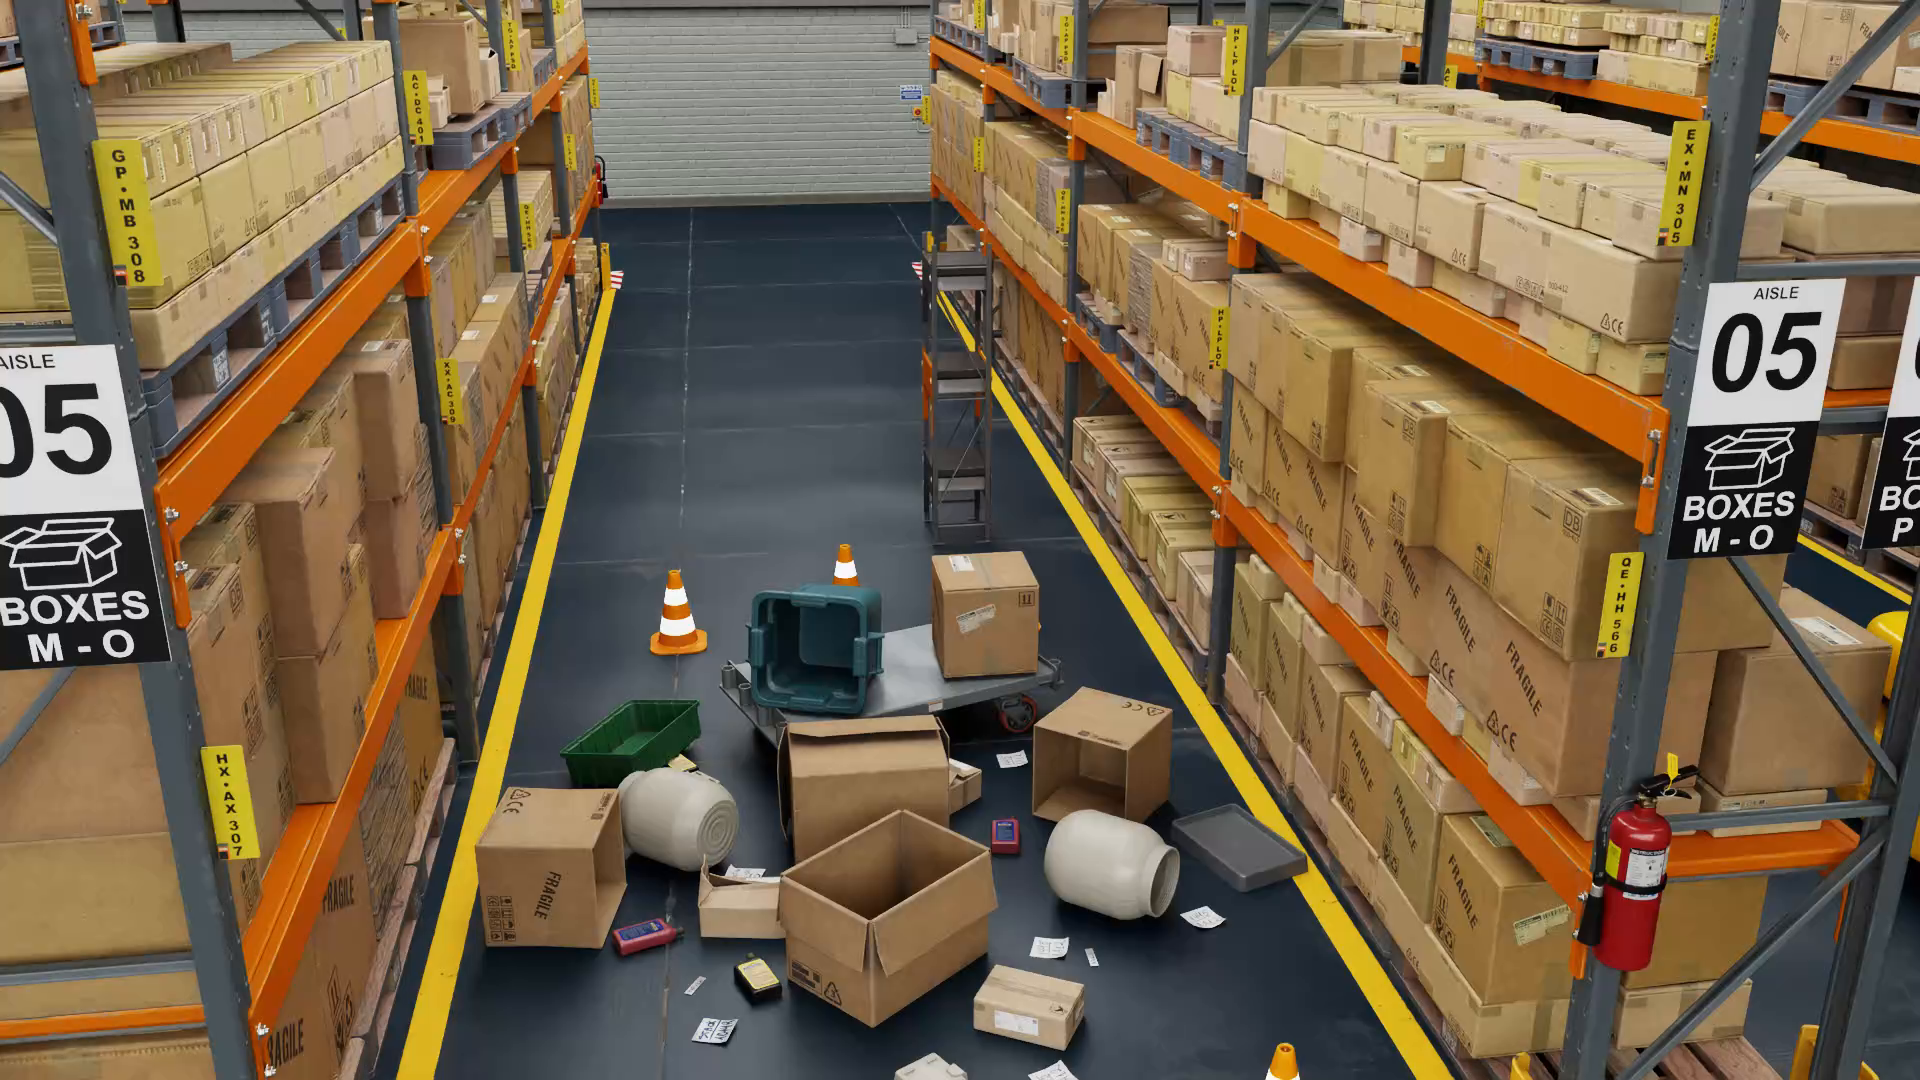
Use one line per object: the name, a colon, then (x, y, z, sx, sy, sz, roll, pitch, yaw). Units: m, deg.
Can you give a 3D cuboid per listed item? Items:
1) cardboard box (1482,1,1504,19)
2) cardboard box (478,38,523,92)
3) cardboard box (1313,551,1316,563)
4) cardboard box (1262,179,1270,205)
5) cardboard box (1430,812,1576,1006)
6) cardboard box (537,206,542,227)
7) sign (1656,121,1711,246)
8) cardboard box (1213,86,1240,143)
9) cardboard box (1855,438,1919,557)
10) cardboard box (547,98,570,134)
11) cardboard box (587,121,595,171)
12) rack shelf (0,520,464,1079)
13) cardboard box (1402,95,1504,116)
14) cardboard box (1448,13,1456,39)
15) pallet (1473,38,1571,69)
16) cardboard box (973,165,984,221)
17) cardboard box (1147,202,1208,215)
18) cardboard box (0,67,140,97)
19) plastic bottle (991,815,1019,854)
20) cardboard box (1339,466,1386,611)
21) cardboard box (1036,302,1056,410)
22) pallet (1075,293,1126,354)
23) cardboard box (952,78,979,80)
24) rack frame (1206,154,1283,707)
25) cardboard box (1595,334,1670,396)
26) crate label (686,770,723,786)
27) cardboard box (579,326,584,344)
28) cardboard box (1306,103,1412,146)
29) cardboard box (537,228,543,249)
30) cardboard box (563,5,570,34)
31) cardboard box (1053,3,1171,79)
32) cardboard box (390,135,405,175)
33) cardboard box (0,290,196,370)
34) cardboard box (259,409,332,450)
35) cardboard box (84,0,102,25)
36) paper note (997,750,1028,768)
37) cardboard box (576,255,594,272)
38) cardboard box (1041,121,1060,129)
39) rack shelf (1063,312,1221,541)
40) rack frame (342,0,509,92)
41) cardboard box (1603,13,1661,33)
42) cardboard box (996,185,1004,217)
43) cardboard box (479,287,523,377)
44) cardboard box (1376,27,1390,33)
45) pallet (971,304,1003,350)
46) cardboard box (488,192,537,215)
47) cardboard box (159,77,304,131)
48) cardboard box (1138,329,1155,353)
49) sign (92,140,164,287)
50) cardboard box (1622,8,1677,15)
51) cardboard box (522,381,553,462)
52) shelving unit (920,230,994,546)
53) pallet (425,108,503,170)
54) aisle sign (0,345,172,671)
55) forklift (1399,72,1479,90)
cardboard box: (5.252, -5.092, 15.965, 0.380, 0.149, 0.250, -2, 21, -6)
cardboard box: (-3.394, -3.289, 11.804, 0.500, 0.500, 0.500, -3, 21, -8)
cardboard box: (1.840, 0.071, 7.598, 0.380, 0.149, 0.250, -3, 21, -8)
cardboard box: (1.685, -1.691, 8.029, 0.380, 0.149, 0.250, -3, 21, -9)
cardboard box: (2.088, 1.335, 6.111, 0.500, 0.500, 0.500, -3, 21, -7)
cardboard box: (-3.747, -2.739, 14.097, 0.380, 0.149, 0.250, -4, 21, -11)
sign: (1.910, -0.939, 4.391, 0.100, 0.325, 0.005, -3, 21, -8)
cardboard box: (1.658, -2.252, 8.785, 0.500, 0.250, 0.500, -3, 21, -9)
cardboard box: (6.606, -0.310, 11.054, 0.875, 0.625, 0.625, -3, 21, -8)
cardboard box: (-4.066, -4.012, 16.175, 0.500, 0.500, 0.500, -4, 21, -9)
cardboard box: (-4.409, -4.439, 18.746, 0.500, 0.500, 0.500, -2, 21, -7)
rack shelf: (-2.710, 0.789, 6.345, 1.077, 0.370, 4.000, -3, 21, -8)
cardboard box: (2.209, -1.907, 7.467, 0.380, 0.149, 0.250, -2, 21, -6)
cardboard box: (5.241, -5.355, 17.269, 0.500, 0.250, 0.500, -4, 21, -10)
pallet: (5.668, -4.635, 15.819, 1.213, 0.211, 1.003, -3, 21, -8)
cardboard box: (0.412, -3.490, 16.630, 0.500, 0.500, 0.500, -3, 21, -7)
cardboard box: (1.649, -2.150, 12.017, 0.500, 0.500, 0.500, -4, 21, -9)
cardboard box: (-3.098, -1.562, 5.799, 0.380, 0.149, 0.250, -3, 21, -8)
plastic bottle: (0.215, 1.393, 7.900, 0.133, 0.061, 0.283, 1, 20, 2)
cardboard box: (1.920, -0.024, 6.925, 0.500, 0.500, 0.500, -3, 21, -7)
cardboard box: (1.167, -1.664, 14.321, 0.875, 0.875, 0.875, -3, 21, -7)
pallet: (1.517, -1.579, 11.931, 1.213, 0.211, 1.003, -3, 21, -8)
cardboard box: (0.111, -5.001, 18.320, 0.380, 0.149, 0.250, -3, 21, -7)
rack frame: (1.885, -0.525, 8.836, 1.000, 3.000, 0.127, -3, 21, -8)
cardboard box: (2.133, -0.537, 4.940, 0.380, 0.149, 0.250, -3, 21, -8)
crate label: (-1.317, 1.251, 8.171, 0.250, 0.136, 0.298, 17, 27, 39)
cardboard box: (-3.886, -2.014, 16.296, 0.380, 0.149, 0.250, -4, 21, -10)
cardboard box: (1.714, -1.788, 7.149, 0.380, 0.149, 0.250, -3, 21, -8)
cardboard box: (-3.708, -2.511, 13.911, 0.380, 0.149, 0.250, -2, 21, -5)
cardboard box: (-4.110, -5.106, 16.313, 0.500, 0.250, 0.500, -3, 21, -7)
cardboard box: (1.105, -3.683, 12.256, 0.797, 0.503, 0.637, -4, 21, -11)
cardboard box: (-2.630, -1.662, 7.207, 0.380, 0.149, 0.250, -3, 21, -8)
cardboard box: (-2.154, -0.522, 4.155, 0.380, 0.149, 0.250, -3, 21, -7)
cardboard box: (-2.759, -0.126, 6.008, 0.875, 0.550, 0.500, -3, 21, -8)
cardboard box: (-9.523, -5.699, 17.513, 0.700, 0.500, 0.500, -4, 21, -11)
paper note: (0.273, 1.135, 8.633, 0.148, 0.019, 0.142, -3, 21, -8)
cardboard box: (-4.191, -3.009, 18.109, 0.380, 0.149, 0.250, -2, 21, -6)
cardboard box: (1.045, -3.668, 15.679, 0.500, 0.500, 0.500, -2, 21, -6)
rack shelf: (1.597, -0.881, 10.815, 1.077, 0.370, 4.000, -3, 21, -8)
rack frame: (-3.575, -4.436, 10.732, 1.000, 3.000, 0.127, -3, 21, -8)
cardboard box: (5.690, -4.376, 14.078, 0.380, 0.149, 0.250, -3, 21, -8)
cardboard box: (0.619, -3.113, 15.265, 0.500, 0.250, 0.500, -3, 21, -7)
cardboard box: (-3.174, -1.357, 10.920, 0.500, 0.500, 0.500, -3, 21, -8)
cardboard box: (4.945, -5.736, 18.859, 0.380, 0.149, 0.250, -3, 21, -8)
pallet: (0.700, -2.256, 17.455, 1.003, 0.211, 1.213, -3, 21, -8)
cardboard box: (-3.714, -2.788, 13.802, 0.380, 0.149, 0.250, -4, 21, -10)
cardboard box: (-2.375, -1.421, 5.422, 0.380, 0.149, 0.250, -3, 21, -7)
cardboard box: (1.356, -1.305, 10.683, 0.380, 0.149, 0.250, -2, 21, -6)
sign: (-1.872, -0.733, 3.743, 0.100, 0.325, 0.005, -3, 21, -8)
cardboard box: (6.050, -4.587, 14.614, 0.380, 0.149, 0.250, -2, 21, -6)
cardboard box: (-3.425, -0.909, 12.836, 0.500, 0.500, 0.500, -4, 21, -10)
shelving unit: (-0.024, -1.041, 11.502, 0.431, 2.100, 0.503, -3, 21, -8)
pallet: (-3.266, -2.335, 9.664, 1.003, 0.211, 1.213, -2, 21, -5)
aisle sign: (-2.115, -0.064, 3.885, 0.394, 0.787, 0.004, -3, 21, -8)
forklift: (3.885, -2.213, 13.451, 1.130, 2.935, 3.031, -6, 21, -15)
